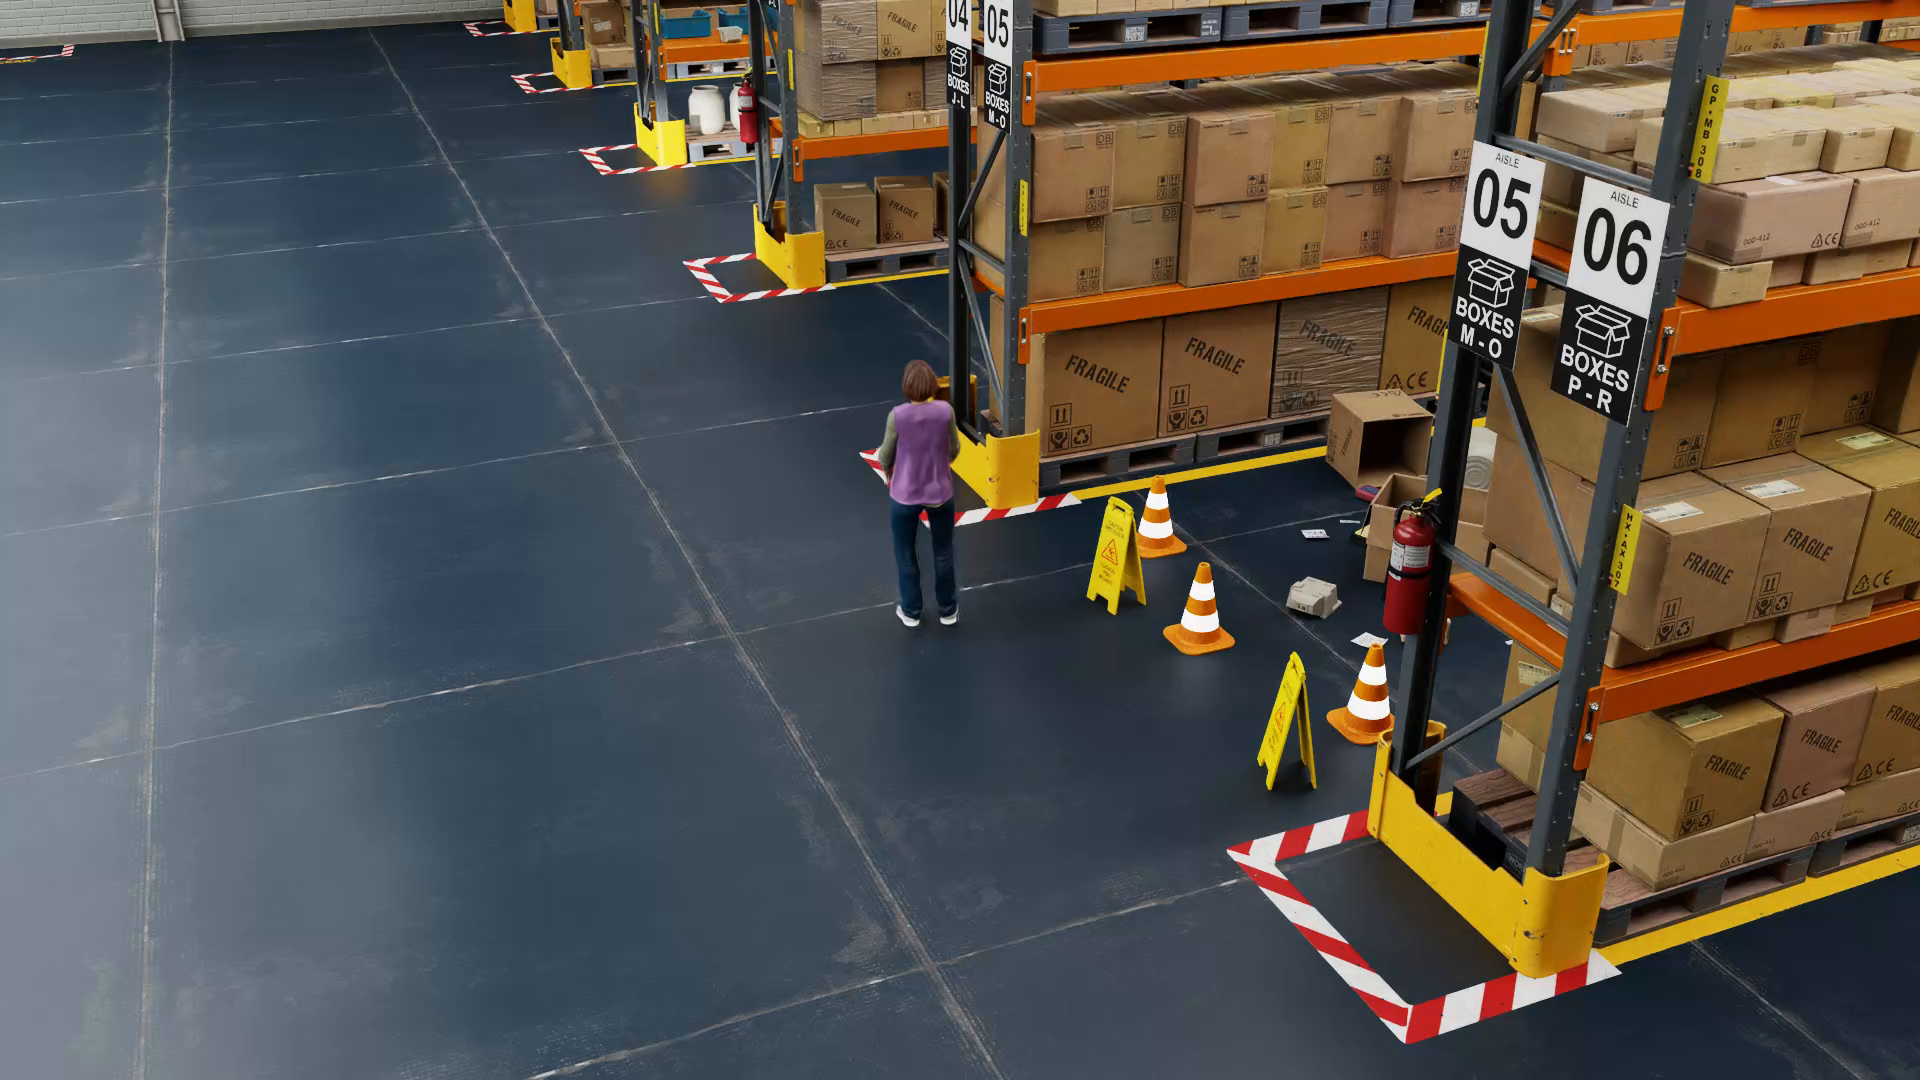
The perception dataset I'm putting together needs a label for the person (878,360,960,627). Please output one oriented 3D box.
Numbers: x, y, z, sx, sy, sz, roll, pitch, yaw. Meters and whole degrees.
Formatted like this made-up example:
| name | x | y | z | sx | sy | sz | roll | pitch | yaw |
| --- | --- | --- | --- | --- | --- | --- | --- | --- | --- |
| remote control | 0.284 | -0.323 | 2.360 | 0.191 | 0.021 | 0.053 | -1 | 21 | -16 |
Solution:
| name | x | y | z | sx | sy | sz | roll | pitch | yaw |
| --- | --- | --- | --- | --- | --- | --- | --- | --- | --- |
| person | -0.223 | -0.263 | 9.150 | 0.455 | 1.601 | 0.417 | -4 | 27 | -9 |
